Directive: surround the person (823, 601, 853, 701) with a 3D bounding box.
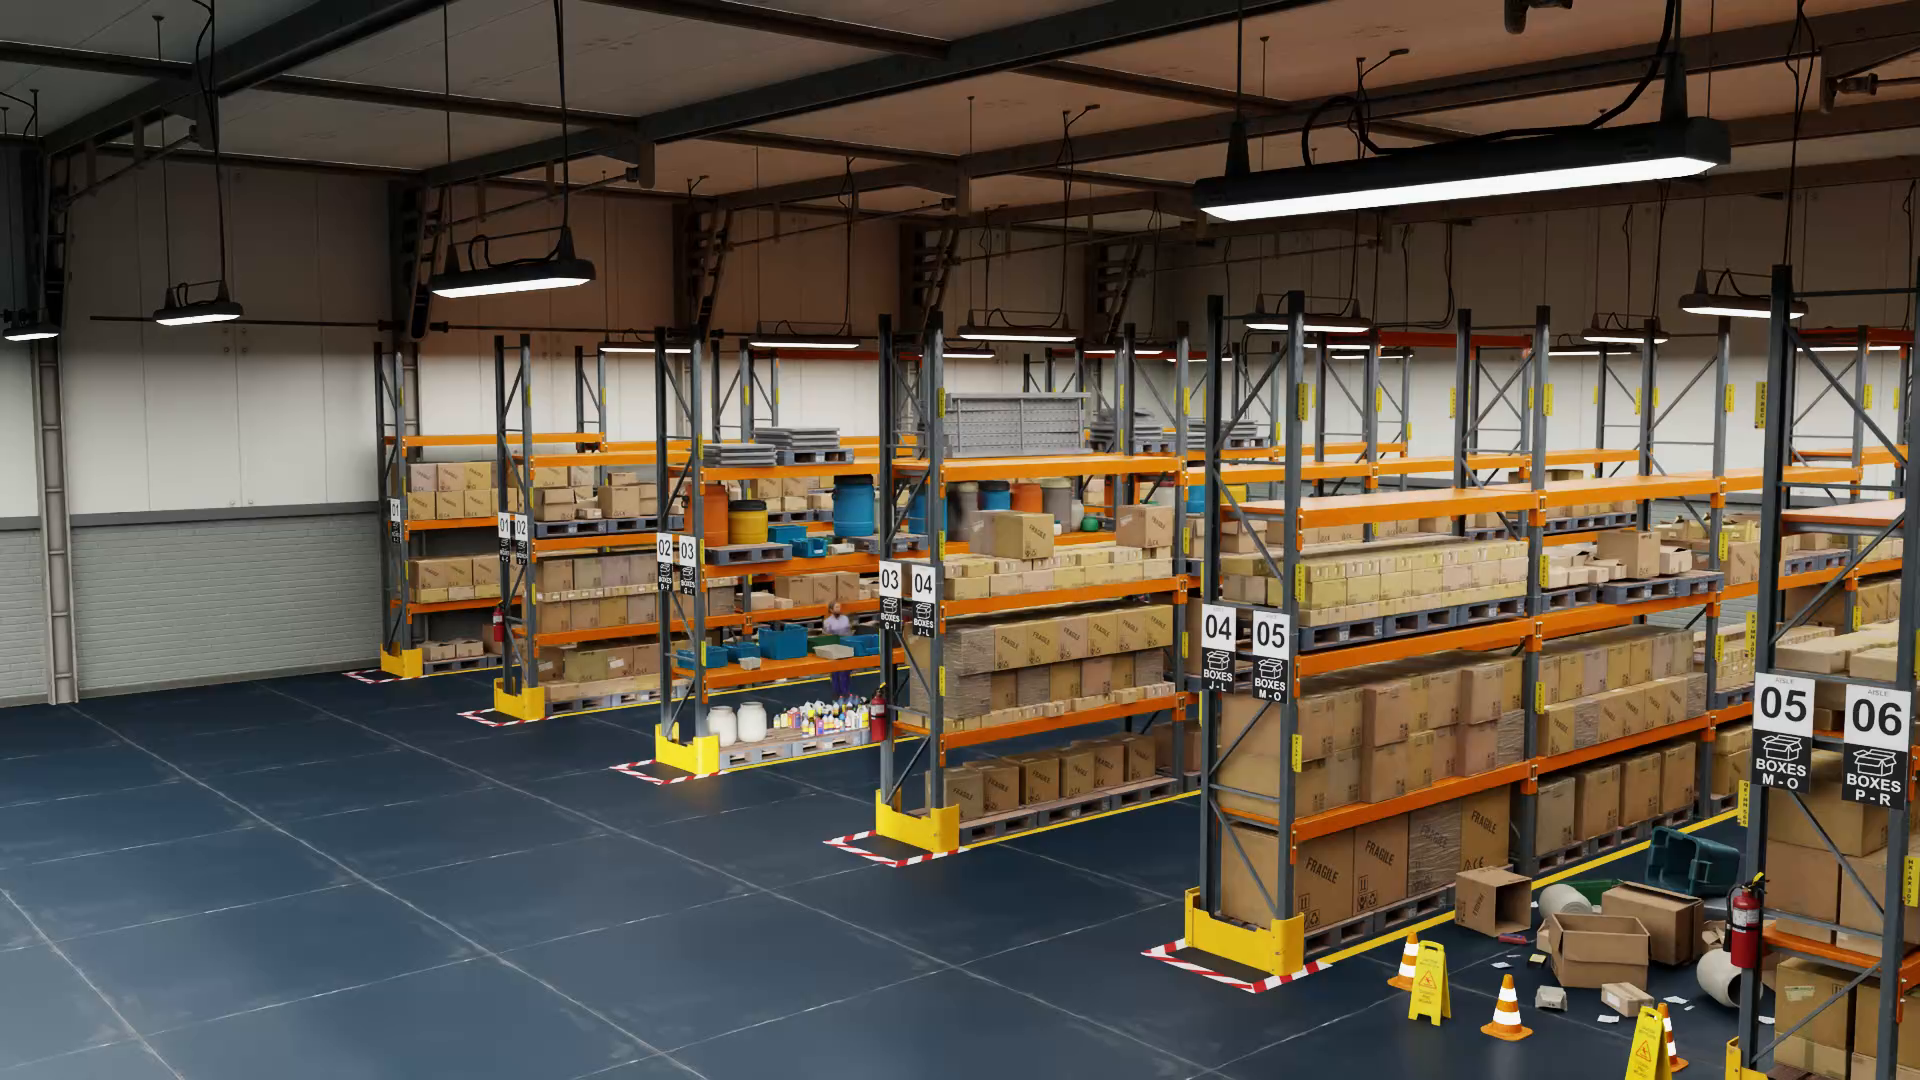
[{"bbox_3d":[-1.978,1.821,27.342,0.552,1.639,0.368,-2,6,-20],"label":"person"}]

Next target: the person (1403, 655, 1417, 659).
[{"bbox_3d":[6.054,2.240,22.617,0.563,1.755,0.423,-3,6,-27],"label":"person"}]
